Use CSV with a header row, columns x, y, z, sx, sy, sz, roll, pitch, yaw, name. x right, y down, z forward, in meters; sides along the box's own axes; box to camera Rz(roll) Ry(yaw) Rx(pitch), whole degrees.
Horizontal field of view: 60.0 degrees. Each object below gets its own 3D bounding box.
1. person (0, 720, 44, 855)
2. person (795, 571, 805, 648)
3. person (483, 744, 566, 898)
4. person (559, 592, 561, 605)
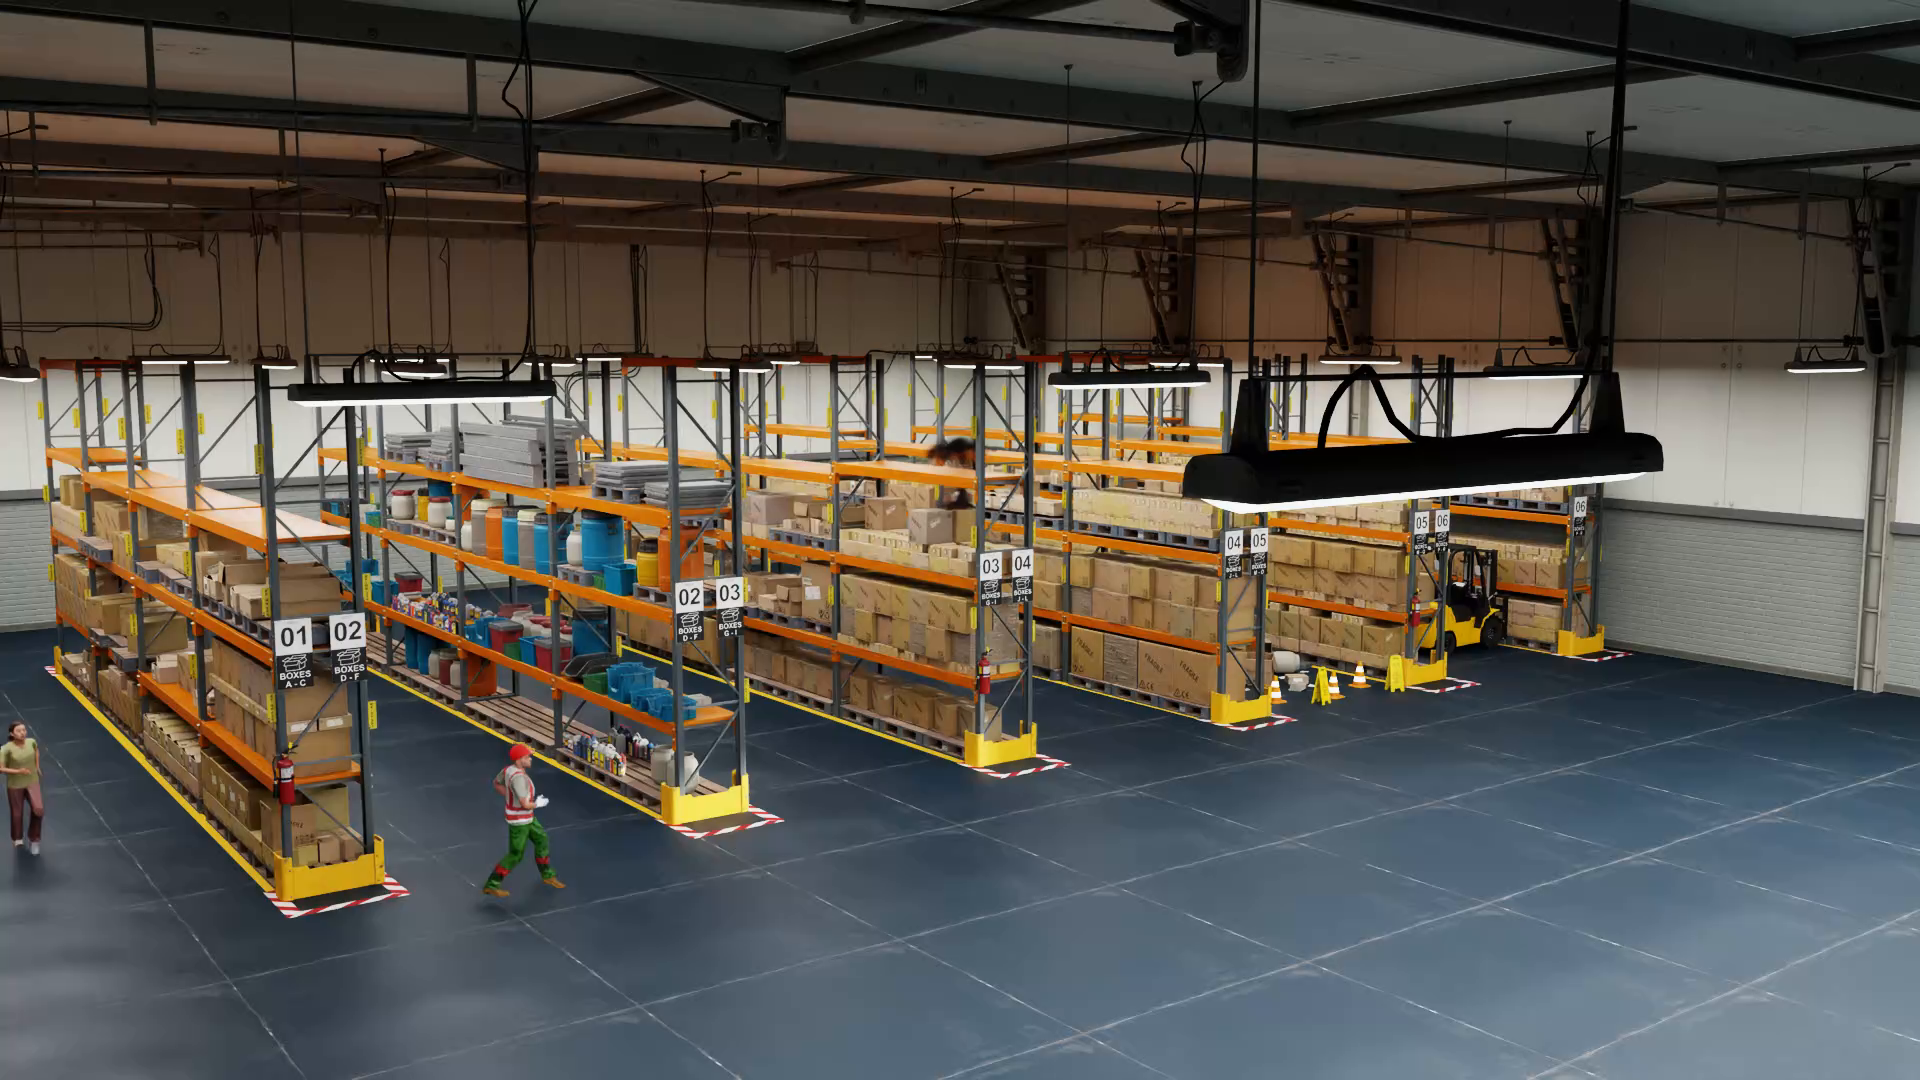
x,y,z,sx,sy,sz,roll,pitch,yaw,name
-11.568,3.050,20.510,0.522,1.691,0.780,-6,9,-43,person
-3.126,1.502,33.022,0.630,1.819,0.730,-6,9,-43,person
-4.945,3.190,18.816,0.931,1.806,0.655,-2,7,-18,person
-9.170,0.884,38.947,0.679,1.540,0.520,1,7,9,person
